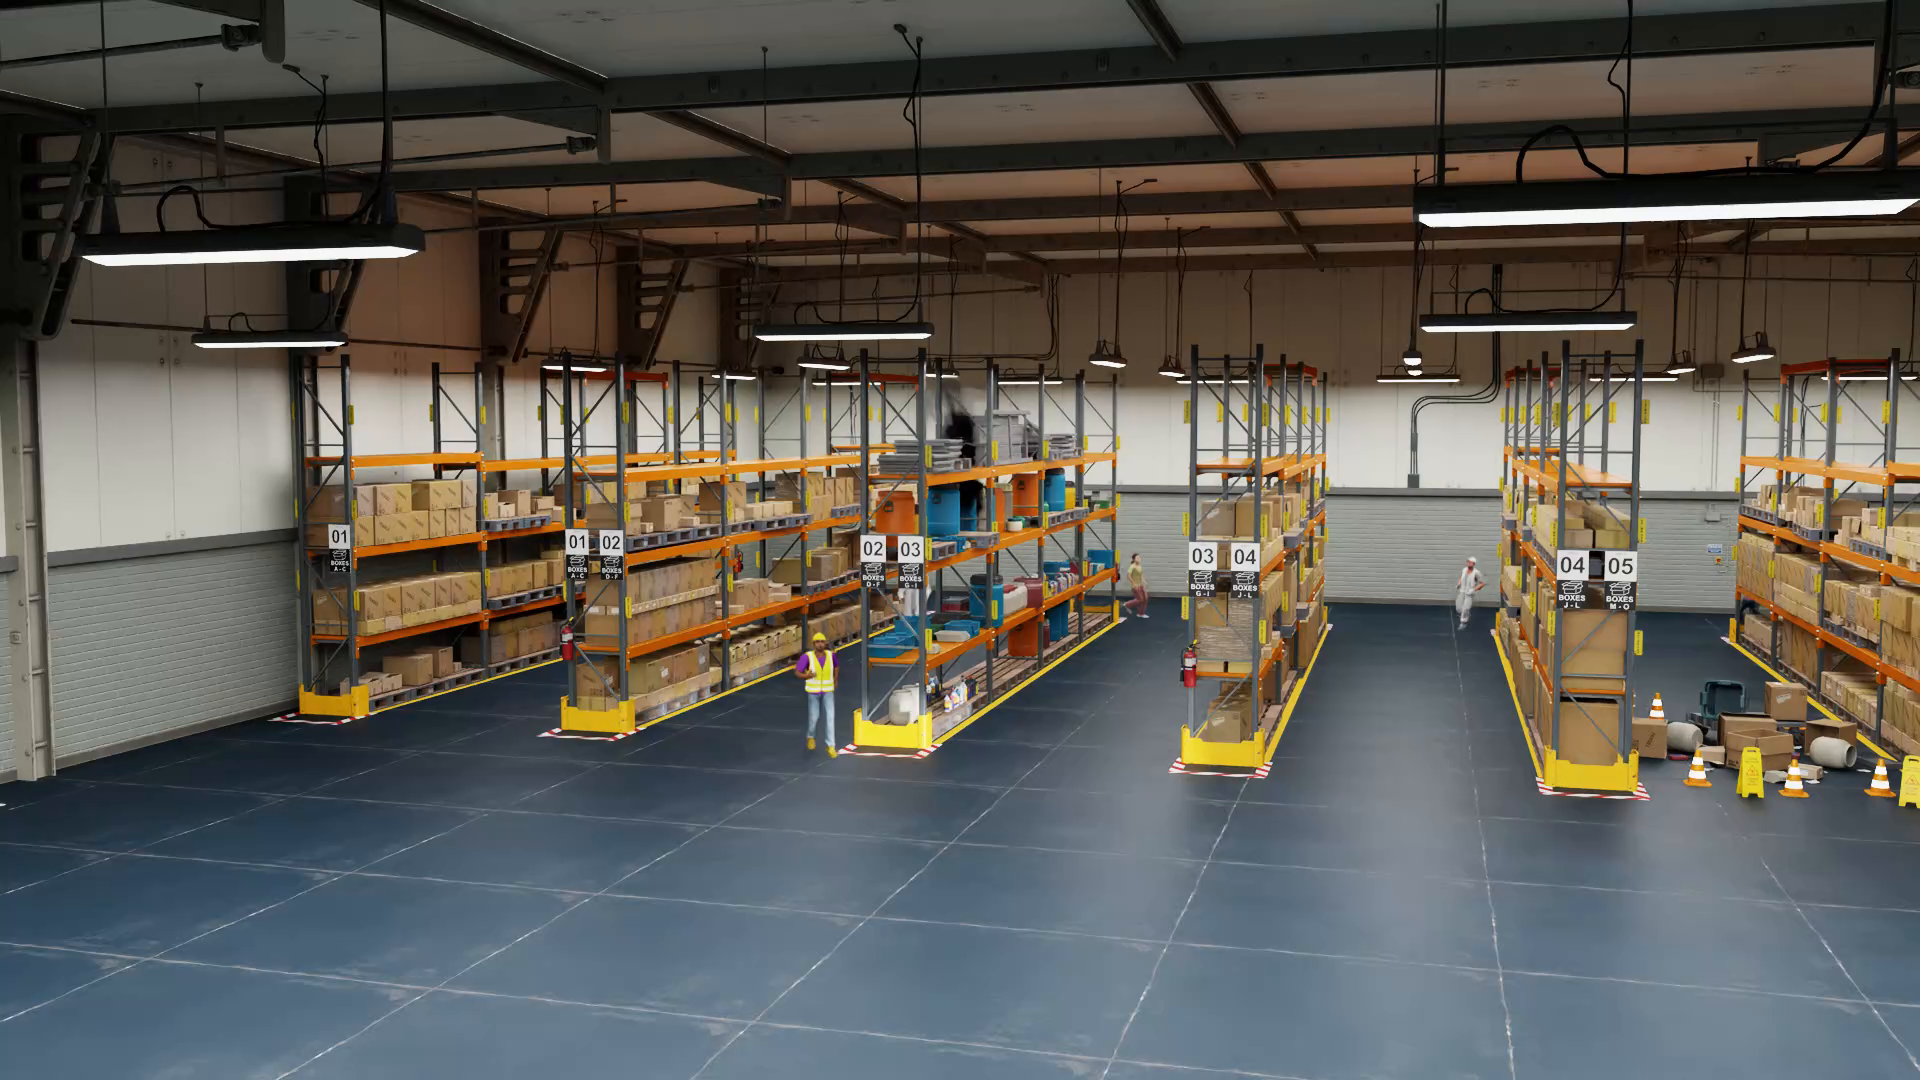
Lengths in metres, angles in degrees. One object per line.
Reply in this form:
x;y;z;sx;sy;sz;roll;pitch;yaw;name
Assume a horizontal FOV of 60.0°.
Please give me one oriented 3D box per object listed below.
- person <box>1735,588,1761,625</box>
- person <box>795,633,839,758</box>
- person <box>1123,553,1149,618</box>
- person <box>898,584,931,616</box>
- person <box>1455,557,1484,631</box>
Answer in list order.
17.951;1.388;37.803;0.778;1.585;0.575;2;5;28;person
-2.086;2.258;24.530;0.700;1.783;0.858;-1;4;-15;person
4.304;1.125;41.072;0.610;1.610;0.611;3;5;35;person
-0.980;1.453;35.730;0.712;1.764;0.918;0;4;4;person
11.881;1.253;38.649;0.593;1.736;0.665;-4;6;-39;person
